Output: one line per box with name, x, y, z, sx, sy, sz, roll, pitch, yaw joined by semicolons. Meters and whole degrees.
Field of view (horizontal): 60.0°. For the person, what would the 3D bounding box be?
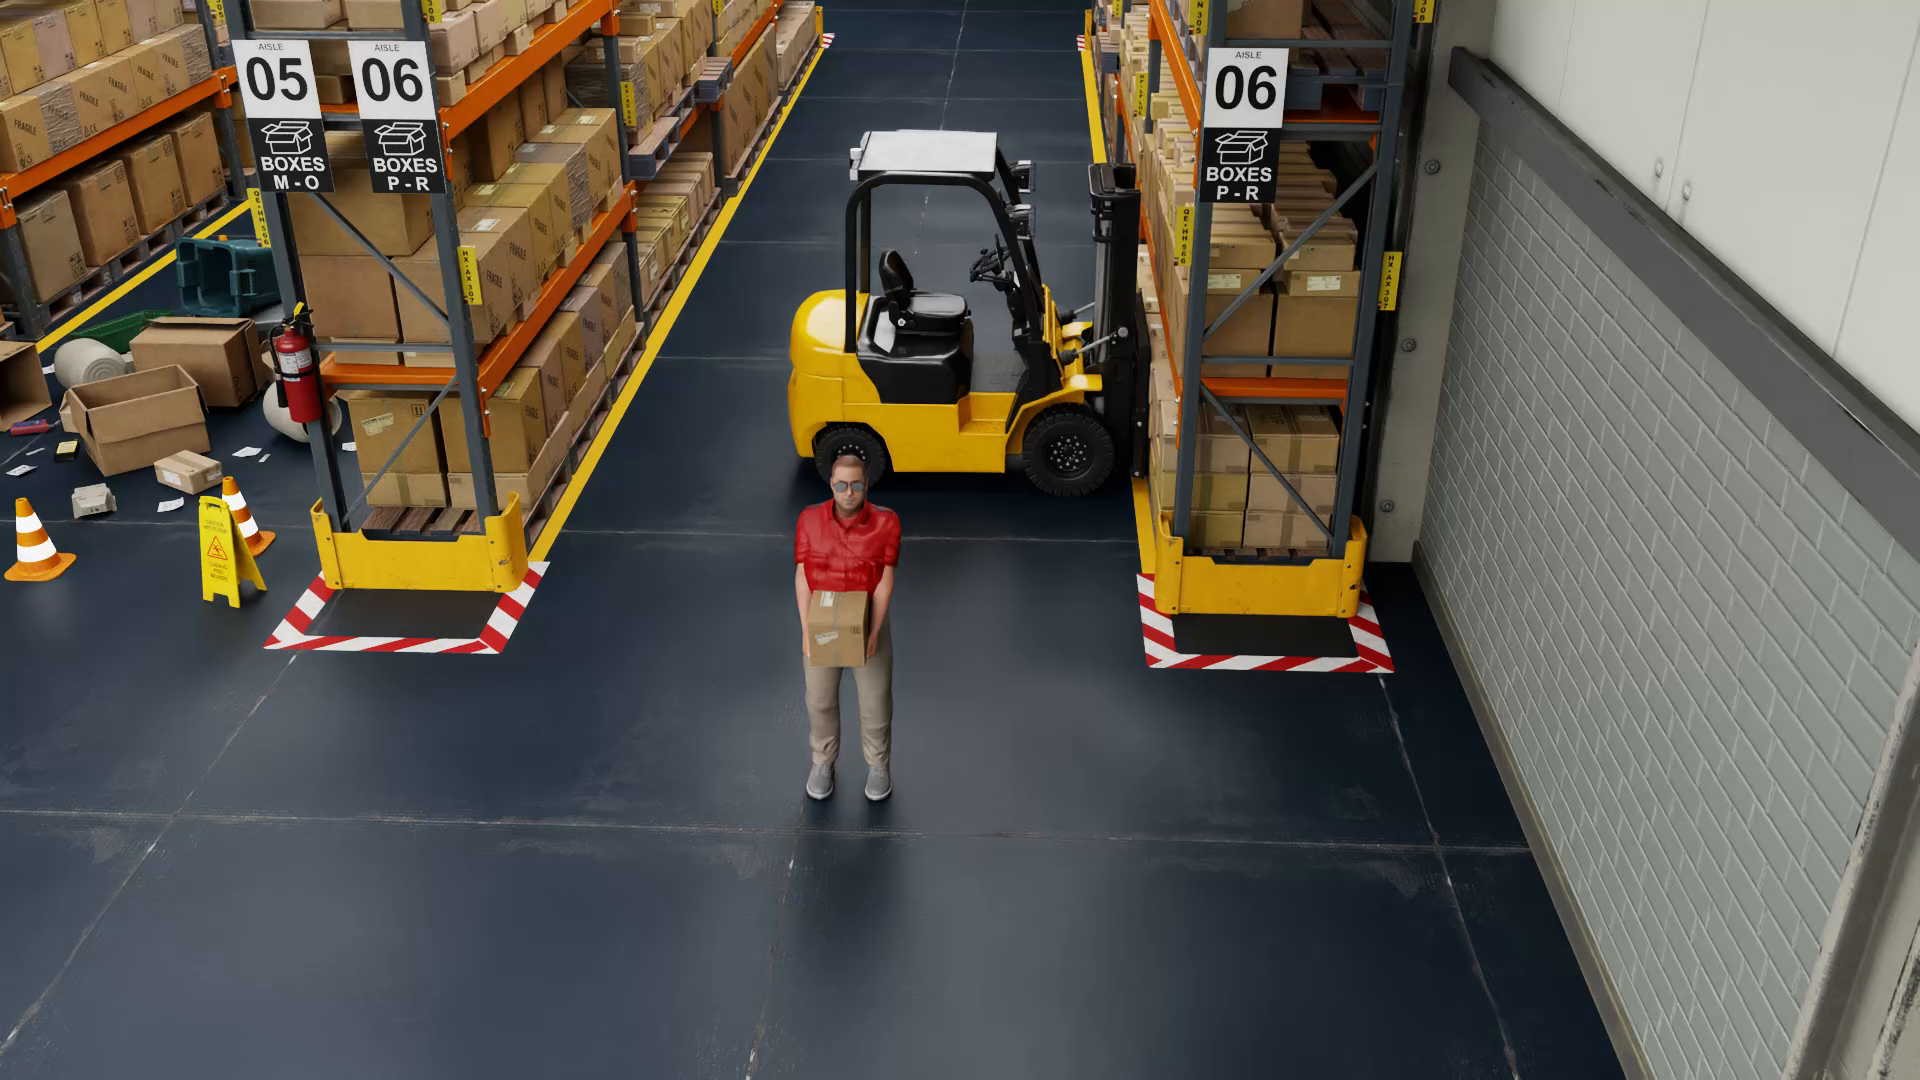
person;-0.522;0.460;7.779;0.493;1.712;0.531;1;28;2
